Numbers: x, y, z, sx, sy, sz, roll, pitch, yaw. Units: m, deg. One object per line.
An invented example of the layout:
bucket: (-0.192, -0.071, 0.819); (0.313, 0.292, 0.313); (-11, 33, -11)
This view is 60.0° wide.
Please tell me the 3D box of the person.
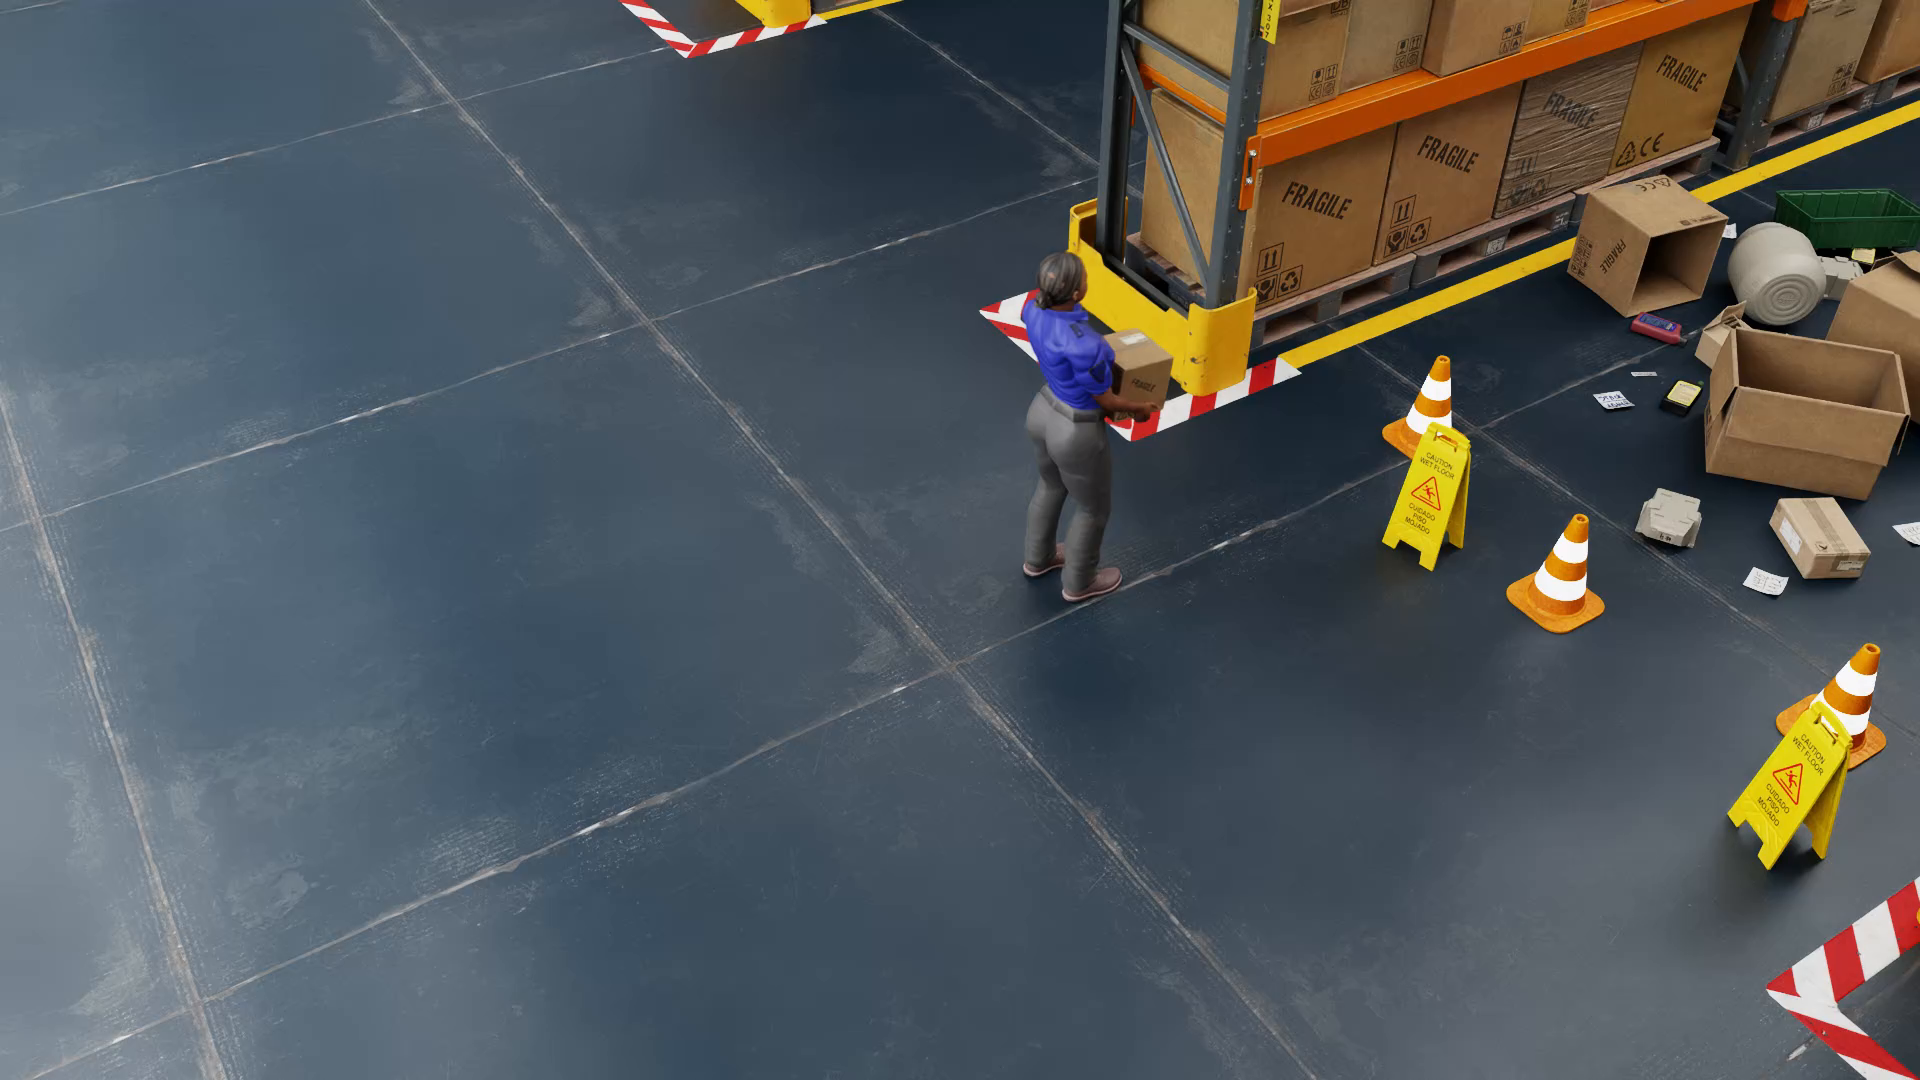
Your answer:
person: (0.470, -0.377, 6.764); (0.394, 1.436, 0.439); (-22, 46, -23)
